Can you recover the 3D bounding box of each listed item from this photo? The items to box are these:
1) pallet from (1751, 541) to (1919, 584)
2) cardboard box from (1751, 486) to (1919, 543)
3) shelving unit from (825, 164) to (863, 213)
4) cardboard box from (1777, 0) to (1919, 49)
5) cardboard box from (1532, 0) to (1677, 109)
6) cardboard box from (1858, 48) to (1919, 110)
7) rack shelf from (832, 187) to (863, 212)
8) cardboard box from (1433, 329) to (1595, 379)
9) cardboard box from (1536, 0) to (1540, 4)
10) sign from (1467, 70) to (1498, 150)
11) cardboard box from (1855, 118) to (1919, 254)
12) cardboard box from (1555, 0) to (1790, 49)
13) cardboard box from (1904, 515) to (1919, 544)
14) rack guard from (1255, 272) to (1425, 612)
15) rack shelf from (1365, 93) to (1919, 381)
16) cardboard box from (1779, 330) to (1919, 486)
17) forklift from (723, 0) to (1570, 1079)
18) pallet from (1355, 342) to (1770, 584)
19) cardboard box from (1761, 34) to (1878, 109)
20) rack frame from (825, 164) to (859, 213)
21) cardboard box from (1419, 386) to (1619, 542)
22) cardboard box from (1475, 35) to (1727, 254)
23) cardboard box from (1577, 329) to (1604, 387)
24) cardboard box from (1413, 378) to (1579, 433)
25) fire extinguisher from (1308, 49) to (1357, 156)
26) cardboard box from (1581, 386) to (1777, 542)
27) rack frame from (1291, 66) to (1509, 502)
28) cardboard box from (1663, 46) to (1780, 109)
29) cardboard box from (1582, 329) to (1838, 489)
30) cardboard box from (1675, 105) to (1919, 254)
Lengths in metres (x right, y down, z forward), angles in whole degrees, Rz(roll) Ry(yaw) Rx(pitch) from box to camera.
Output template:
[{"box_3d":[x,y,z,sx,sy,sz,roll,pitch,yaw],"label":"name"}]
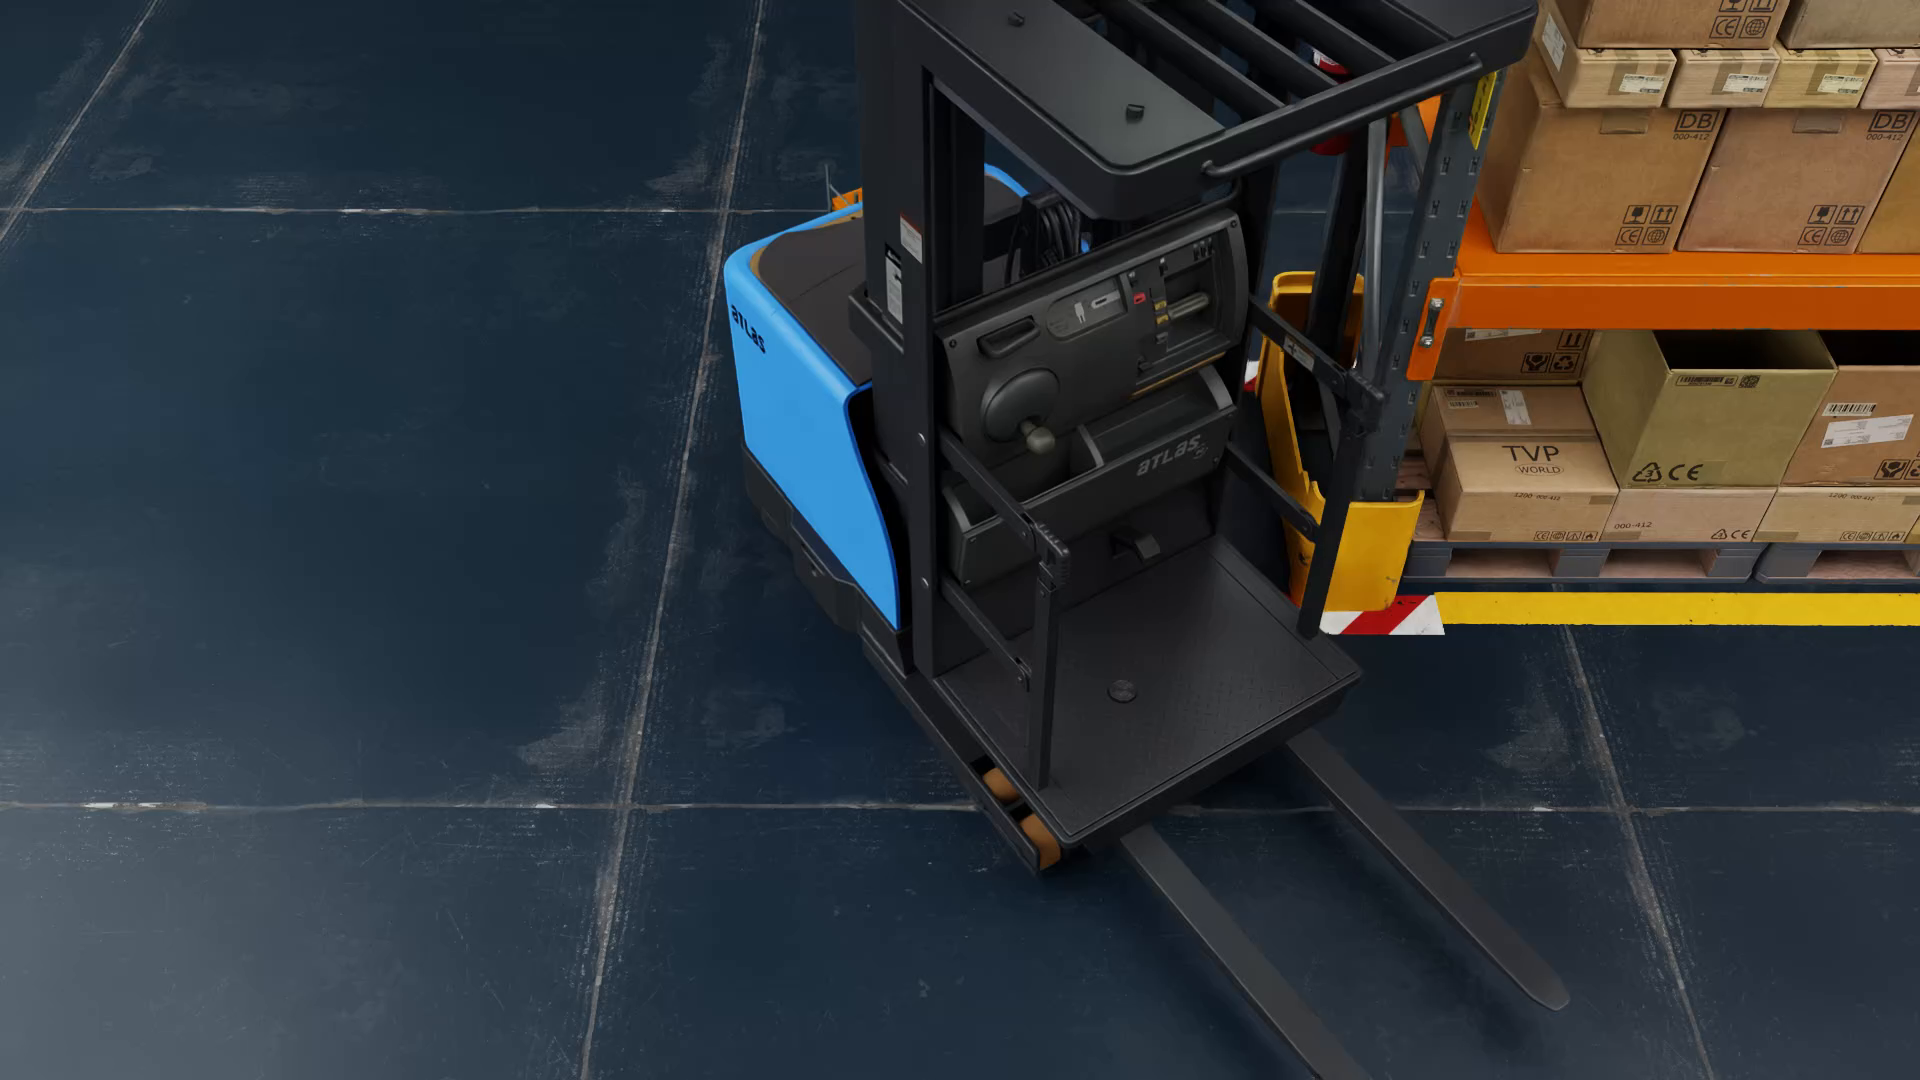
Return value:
[{"box_3d":[3.291,-0.287,5.873,1.213,0.211,1.003,0,47,0],"label":"pallet"},{"box_3d":[2.844,-0.256,5.530,0.500,0.250,0.500,0,47,0],"label":"cardboard box"},{"box_3d":[-0.283,-0.864,5.837,0.252,1.050,0.215,-26,52,-22],"label":"shelving unit"},{"box_3d":[2.354,-1.682,4.312,0.500,0.500,0.700,-1,47,-1],"label":"cardboard box"},{"box_3d":[1.700,-1.310,4.409,0.250,0.149,0.380,0,47,0],"label":"cardboard box"},{"box_3d":[2.466,-1.308,4.407,0.250,0.149,0.380,0,47,0],"label":"cardboard box"},{"box_3d":[-0.283,-1.050,5.637,0.240,0.259,0.215,-26,52,-22],"label":"rack shelf"},{"box_3d":[1.846,-0.892,5.610,0.500,0.500,0.500,0,47,0],"label":"cardboard box"},{"box_3d":[1.692,-1.608,4.686,0.250,0.149,0.380,-1,47,-1],"label":"cardboard box"},{"box_3d":[1.301,-1.130,4.107,0.005,0.325,0.100,0,47,0],"label":"sign"},{"box_3d":[2.797,-1.234,4.781,0.500,0.500,0.700,0,47,0],"label":"cardboard box"},{"box_3d":[1.828,-1.679,4.309,0.500,0.500,0.700,0,47,0],"label":"cardboard box"},{"box_3d":[3.344,-0.251,5.526,0.500,0.250,0.500,0,47,0],"label":"cardboard box"},{"box_3d":[1.285,-0.362,5.746,0.348,0.500,1.175,0,47,0],"label":"rack guard"},{"box_3d":[3.309,-0.964,5.089,4.000,0.370,1.077,0,47,0],"label":"rack shelf"},{"box_3d":[2.844,-0.520,5.264,0.500,0.500,0.500,0,47,0],"label":"cardboard box"},{"box_3d":[0.483,-0.439,4.156,1.130,2.935,3.031,-26,52,-22],"label":"forklift"},{"box_3d":[2.074,-0.293,5.878,1.213,0.211,1.003,0,47,0],"label":"pallet"},{"box_3d":[2.214,-1.310,4.409,0.250,0.149,0.380,0,47,0],"label":"cardboard box"},{"box_3d":[-0.385,-0.815,5.792,0.008,1.050,0.200,-26,52,-22],"label":"rack frame"},{"box_3d":[1.844,-0.256,5.531,0.500,0.250,0.500,0,47,0],"label":"cardboard box"},{"box_3d":[1.776,-1.237,4.784,0.500,0.500,0.700,0,47,0],"label":"cardboard box"},{"box_3d":[2.346,-0.643,5.890,0.500,0.250,0.500,0,47,0],"label":"cardboard box"},{"box_3d":[1.846,-0.635,5.884,0.500,0.250,0.500,0,47,0],"label":"cardboard box"},{"box_3d":[1.192,-1.528,5.176,0.183,0.674,0.296,0,47,0],"label":"fire extinguisher"},{"box_3d":[2.344,-0.257,5.532,0.500,0.250,0.500,0,47,0],"label":"cardboard box"},{"box_3d":[1.309,-1.214,4.831,0.127,3.000,1.000,0,47,0],"label":"rack frame"},{"box_3d":[1.964,-1.312,4.410,0.250,0.149,0.380,-1,47,-1],"label":"cardboard box"},{"box_3d":[2.344,-0.512,5.256,0.500,0.500,0.500,0,47,0],"label":"cardboard box"},{"box_3d":[2.301,-1.240,4.786,0.500,0.500,0.700,1,47,1],"label":"cardboard box"}]
